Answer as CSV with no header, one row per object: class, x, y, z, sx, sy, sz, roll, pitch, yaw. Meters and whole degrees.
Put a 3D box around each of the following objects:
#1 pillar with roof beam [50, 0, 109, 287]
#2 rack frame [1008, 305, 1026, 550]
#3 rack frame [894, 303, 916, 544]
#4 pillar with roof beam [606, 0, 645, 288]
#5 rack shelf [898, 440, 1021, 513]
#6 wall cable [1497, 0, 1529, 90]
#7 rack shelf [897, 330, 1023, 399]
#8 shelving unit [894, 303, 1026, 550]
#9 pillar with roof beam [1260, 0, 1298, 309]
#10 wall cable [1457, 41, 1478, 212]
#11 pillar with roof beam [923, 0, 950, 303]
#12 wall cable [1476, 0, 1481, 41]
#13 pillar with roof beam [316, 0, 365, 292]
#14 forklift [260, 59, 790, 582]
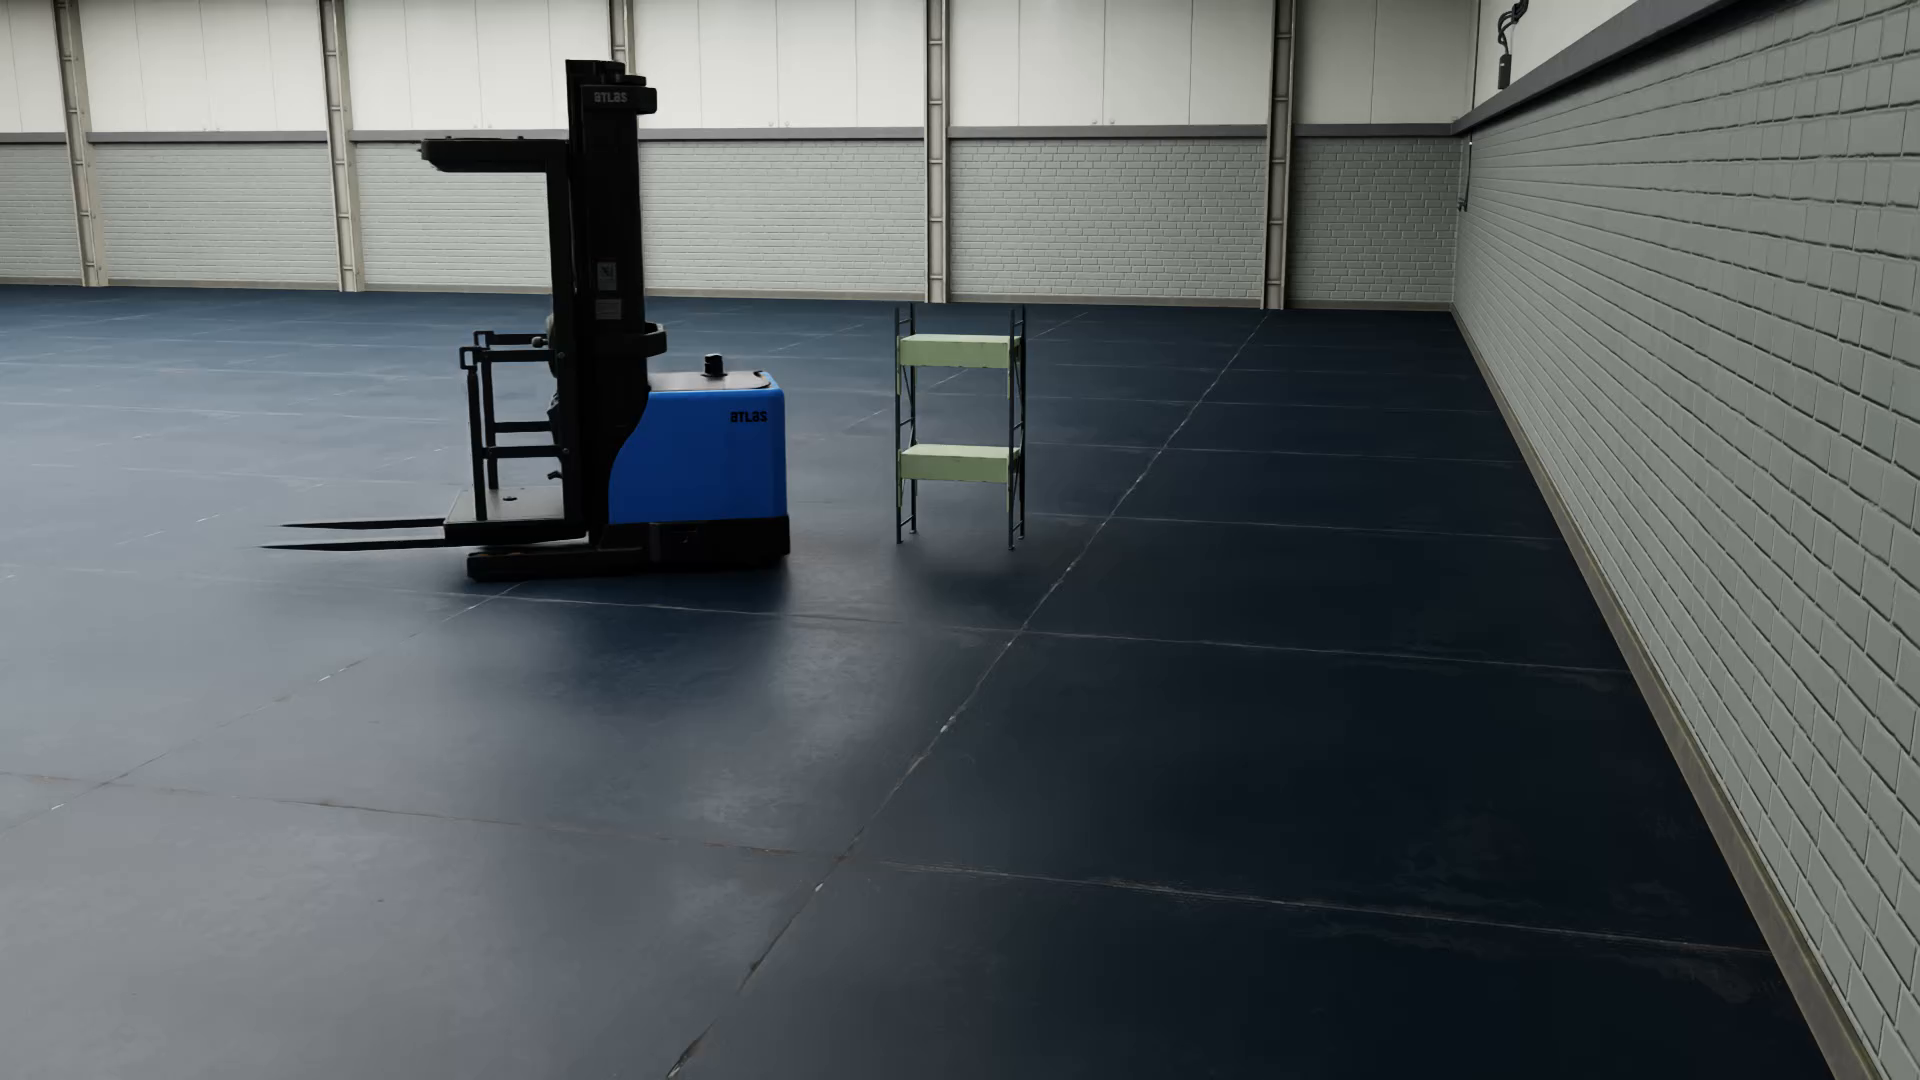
pillar with roof beam,-18.917,-8.744,29.371,0.400,9.000,9.100,3,13,14
rack frame,0.362,-0.713,10.484,0.023,1.500,0.400,3,13,14
rack frame,-0.349,-0.751,10.655,0.023,1.500,0.400,3,13,14
pillar with roof beam,-7.267,-8.122,26.564,0.400,9.000,9.100,3,13,14
rack shelf,0.006,-0.414,10.640,0.720,0.370,0.431,3,13,14
wall cable,5.669,-7.638,16.533,0.169,6.003,2.305,3,13,14
rack shelf,0.006,-1.113,10.485,0.720,0.370,0.431,3,13,14
shelving unit,0.006,-0.732,10.570,0.755,1.500,0.431,3,13,14
pillar with roof beam,4.384,-7.499,23.758,0.400,9.000,9.100,3,13,14
wall cable,7.958,-6.457,26.232,0.112,2.526,3.097,3,13,14
pillar with roof beam,-1.442,-7.810,25.161,0.400,9.000,9.100,3,13,14
wall cable,7.310,-8.354,23.121,0.112,2.526,3.097,3,13,14
pillar with roof beam,-13.092,-8.433,27.968,0.400,9.000,9.100,3,13,14
forklift,-2.597,-1.311,9.875,3.031,2.935,1.130,-3,13,-11
